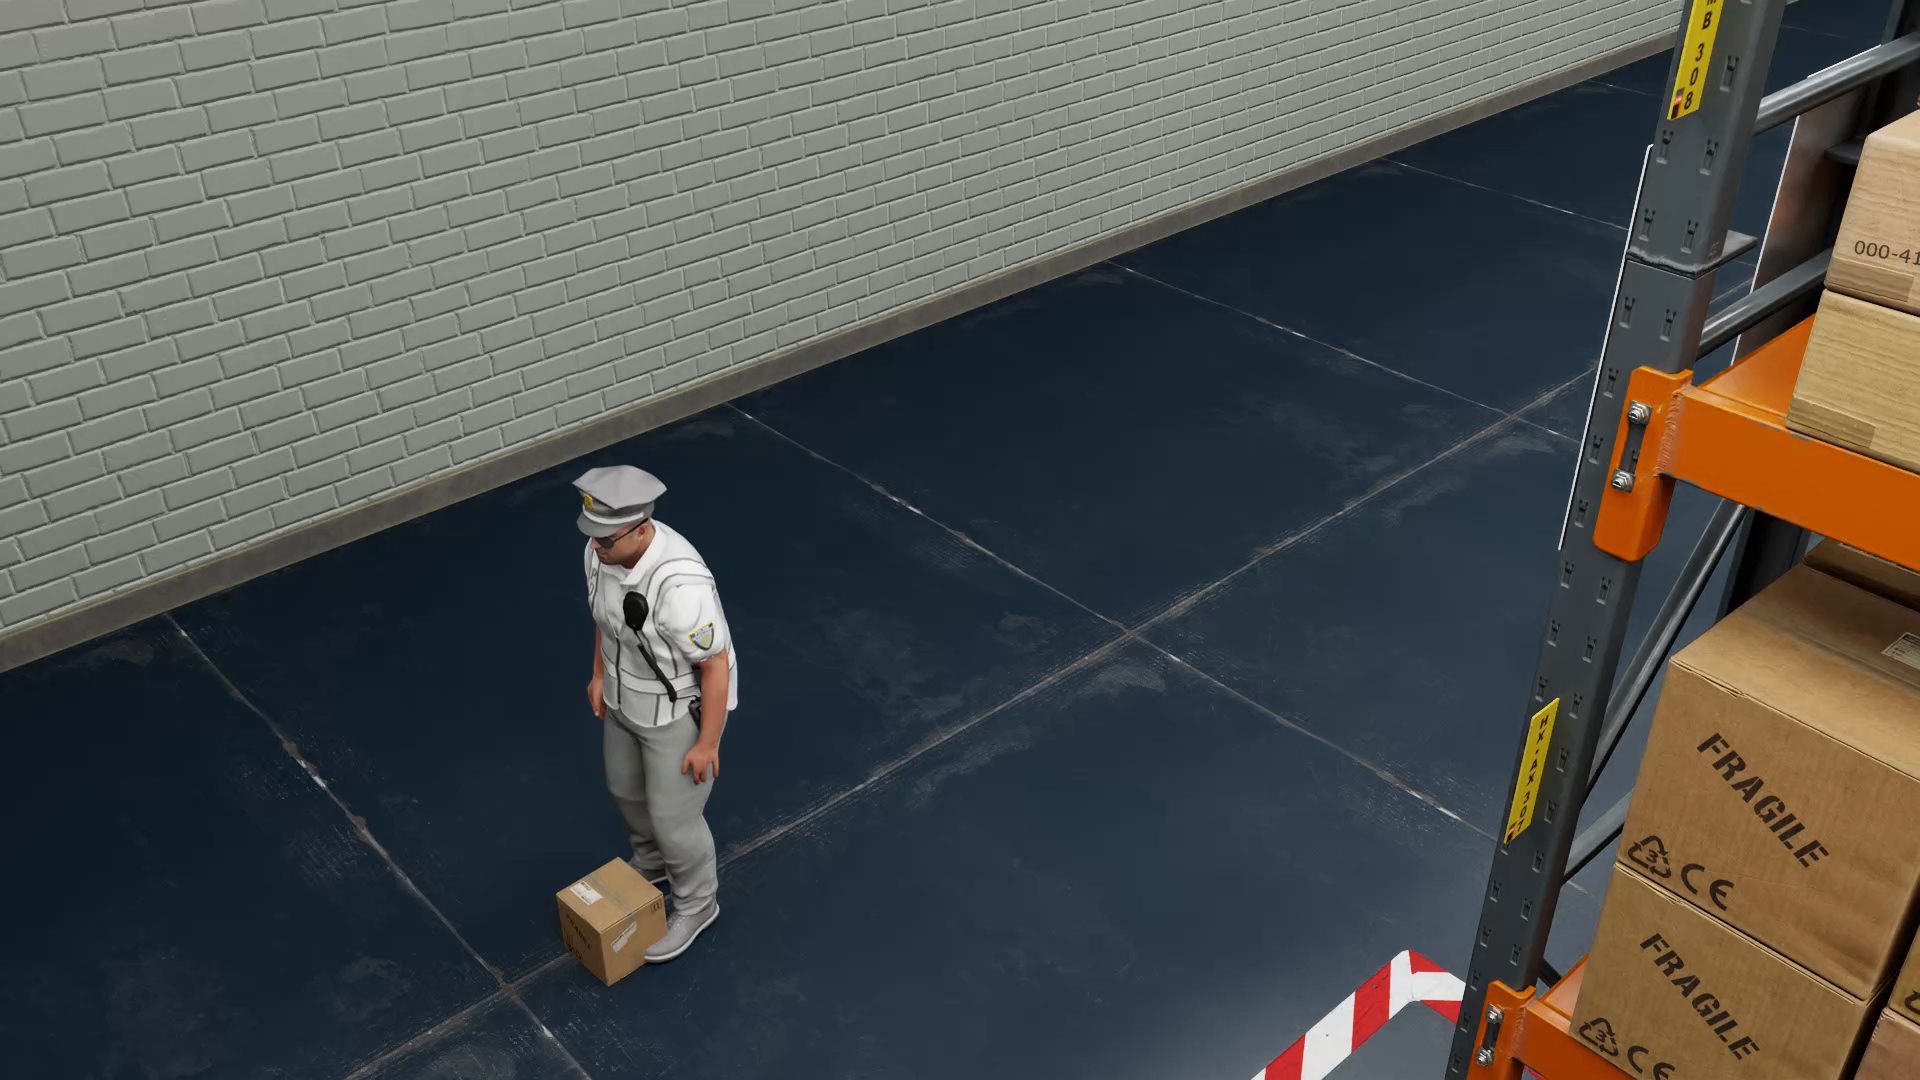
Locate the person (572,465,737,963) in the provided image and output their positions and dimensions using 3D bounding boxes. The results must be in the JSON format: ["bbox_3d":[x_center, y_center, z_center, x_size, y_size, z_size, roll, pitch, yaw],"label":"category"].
[{"bbox_3d":[-0.964,0.529,5.266,0.606,1.748,0.478,27,40,36],"label":"person"}]
